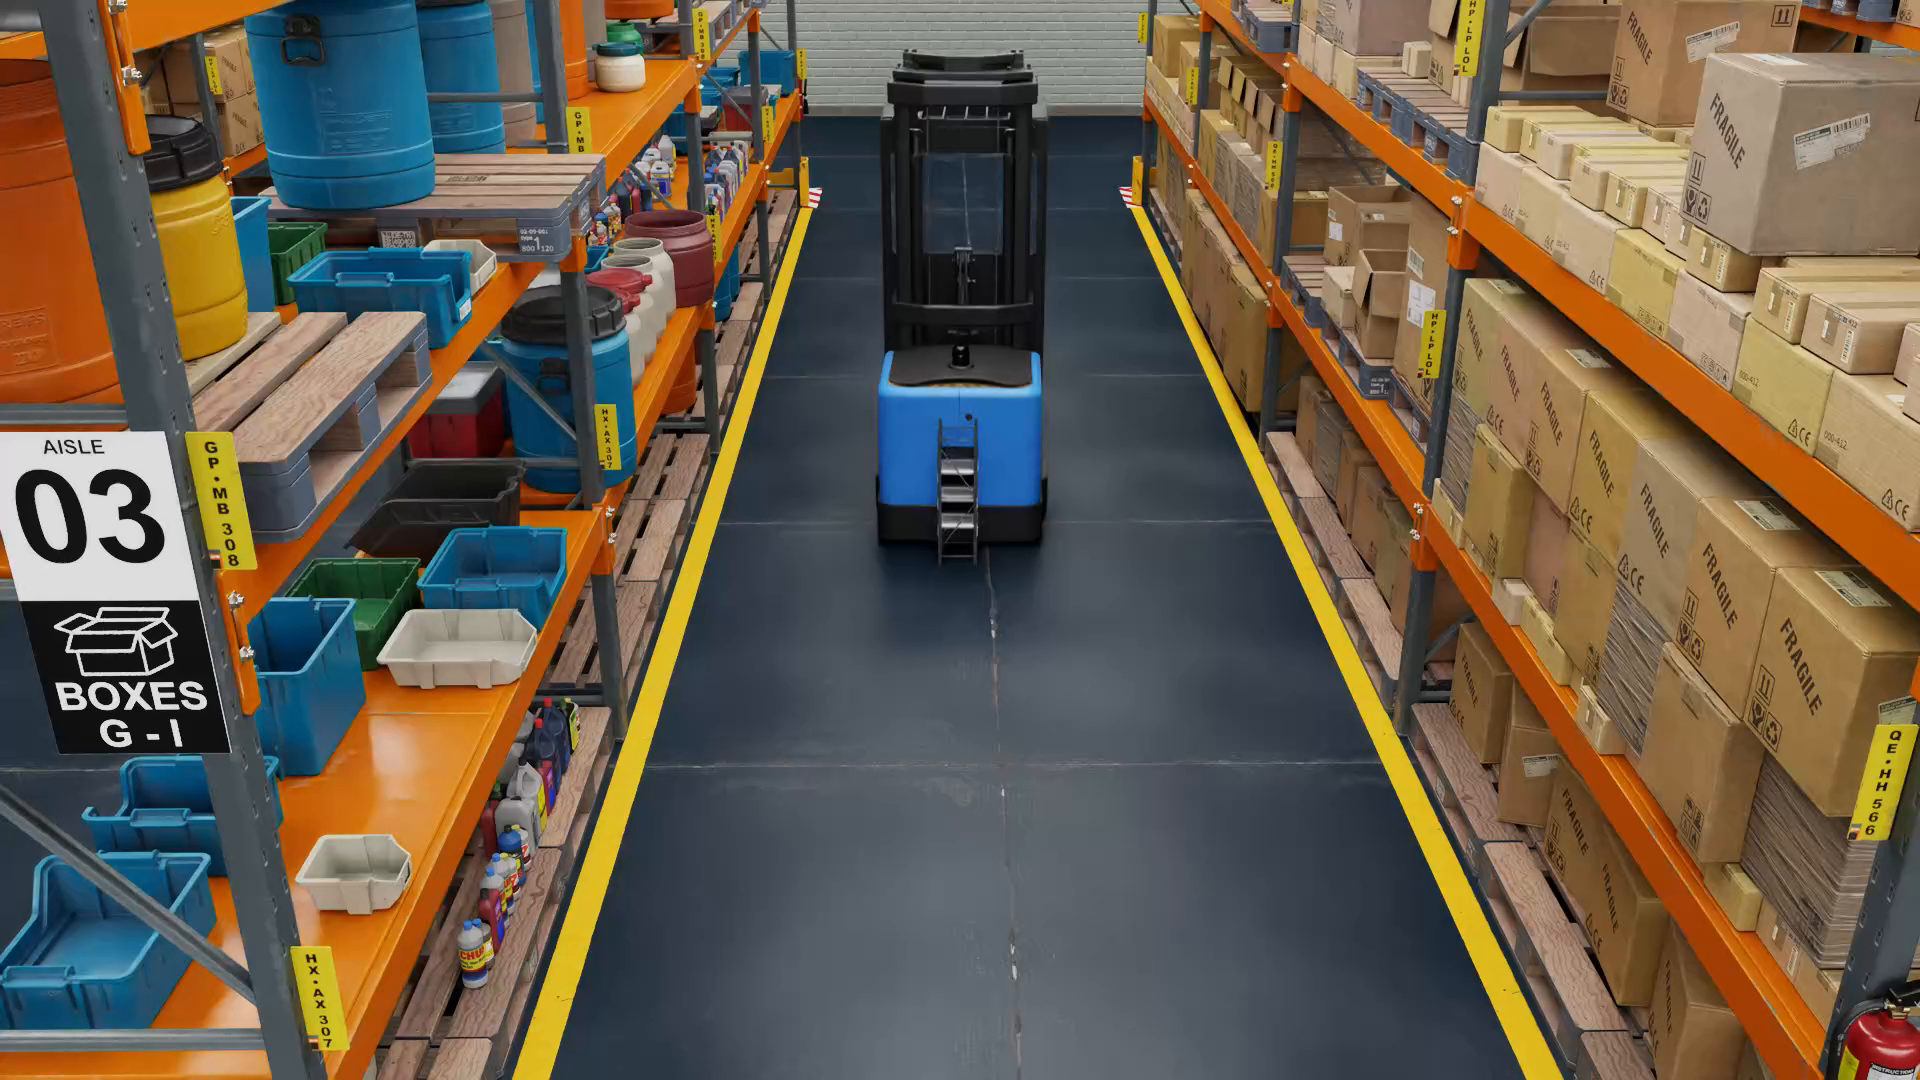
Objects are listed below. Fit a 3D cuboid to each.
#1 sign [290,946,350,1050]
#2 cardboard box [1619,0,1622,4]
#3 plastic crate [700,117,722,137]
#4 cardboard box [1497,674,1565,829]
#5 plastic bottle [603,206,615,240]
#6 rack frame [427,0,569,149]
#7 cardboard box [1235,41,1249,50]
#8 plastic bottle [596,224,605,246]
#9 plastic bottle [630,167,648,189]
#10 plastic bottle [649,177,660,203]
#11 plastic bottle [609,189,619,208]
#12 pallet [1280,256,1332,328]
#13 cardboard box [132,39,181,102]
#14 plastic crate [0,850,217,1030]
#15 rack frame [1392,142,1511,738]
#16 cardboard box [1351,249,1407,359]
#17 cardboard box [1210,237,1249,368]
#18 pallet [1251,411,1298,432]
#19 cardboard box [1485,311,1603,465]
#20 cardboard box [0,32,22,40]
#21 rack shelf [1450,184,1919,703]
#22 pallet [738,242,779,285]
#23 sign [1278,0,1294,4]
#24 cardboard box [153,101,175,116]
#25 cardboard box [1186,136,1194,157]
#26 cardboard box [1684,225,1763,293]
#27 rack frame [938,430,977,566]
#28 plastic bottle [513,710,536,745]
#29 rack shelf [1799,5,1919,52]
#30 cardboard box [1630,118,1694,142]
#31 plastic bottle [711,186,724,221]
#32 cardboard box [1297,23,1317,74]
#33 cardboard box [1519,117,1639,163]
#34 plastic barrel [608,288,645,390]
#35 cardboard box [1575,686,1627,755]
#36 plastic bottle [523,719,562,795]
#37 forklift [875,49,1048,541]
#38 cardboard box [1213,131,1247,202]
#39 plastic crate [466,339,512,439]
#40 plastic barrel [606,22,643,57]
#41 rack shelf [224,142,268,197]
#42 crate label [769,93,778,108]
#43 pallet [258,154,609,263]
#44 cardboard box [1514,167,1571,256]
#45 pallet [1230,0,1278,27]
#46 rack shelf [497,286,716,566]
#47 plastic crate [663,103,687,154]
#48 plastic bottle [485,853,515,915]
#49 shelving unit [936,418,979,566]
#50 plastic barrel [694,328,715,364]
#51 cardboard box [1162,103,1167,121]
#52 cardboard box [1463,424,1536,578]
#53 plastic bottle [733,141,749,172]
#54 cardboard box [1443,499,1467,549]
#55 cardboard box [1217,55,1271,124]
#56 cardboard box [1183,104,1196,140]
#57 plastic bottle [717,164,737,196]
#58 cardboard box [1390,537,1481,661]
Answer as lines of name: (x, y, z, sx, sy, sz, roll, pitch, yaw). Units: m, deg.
sign: (-1.618, 1.161, 4.206, 0.100, 0.325, 0.005, 0, 24, -1)
cardboard box: (7.323, -5.550, 17.686, 0.500, 0.500, 0.500, 0, 24, 1)
plastic crate: (-2.579, -4.019, 16.256, 0.437, 0.125, 0.590, 0, 24, -1)
cardboard box: (2.720, 0.966, 7.497, 0.500, 0.500, 0.500, 8, 25, 16)
plastic bottle: (-2.676, -2.418, 12.612, 0.097, 0.271, 0.097, 0, 24, 0)
rack frame: (-2.211, -3.094, 6.670, 1.000, 3.000, 0.127, 0, 24, -1)
cardboard box: (2.907, -4.489, 15.947, 0.500, 0.500, 0.500, 0, 24, -1)
plastic bottle: (-2.671, -2.225, 12.271, 0.097, 0.201, 0.097, 0, 24, 0)
plastic bottle: (-2.662, -2.931, 13.740, 0.152, 0.276, 0.135, 0, 24, -1)
plastic bottle: (-2.537, -2.905, 13.774, 0.097, 0.201, 0.097, 0, 24, 0)
plastic bottle: (-2.698, -2.591, 12.980, 0.061, 0.283, 0.133, 0, 24, -1)
pallet: (2.812, -1.650, 10.991, 1.213, 0.211, 1.003, 0, 24, -1)
cardboard box: (-7.516, -4.344, 15.381, 0.500, 0.500, 0.500, 0, 24, 0)
plastic crate: (-2.472, 1.151, 4.746, 0.499, 0.251, 0.616, 0, 24, -1)
rack frame: (2.741, -0.382, 7.955, 1.000, 3.000, 0.127, 0, 24, -1)
cardboard box: (2.630, -1.335, 9.426, 0.797, 0.503, 0.637, 2, 24, 5)
cardboard box: (2.709, -1.906, 13.392, 1.225, 0.875, 0.875, 0, 24, 0)
pallet: (2.764, -1.085, 12.893, 1.003, 0.211, 1.213, 0, 24, -1)
cardboard box: (2.499, -0.626, 6.799, 0.500, 0.500, 0.500, 0, 24, -1)
cardboard box: (-7.252, -3.790, 11.728, 0.910, 0.500, 0.500, 0, 24, -1)
rack shelf: (2.763, -0.597, 5.663, 1.077, 0.370, 4.000, 0, 24, -1)
pallet: (-2.345, -2.689, 16.439, 1.003, 0.211, 1.213, 0, 24, -1)
sign: (2.143, -3.670, 10.861, 0.100, 0.325, 0.005, 0, 24, -1)
cardboard box: (-7.514, -3.886, 15.581, 0.500, 0.500, 0.500, 0, 24, 0)
cardboard box: (2.323, -3.689, 15.570, 0.380, 0.149, 0.250, 0, 24, 0)
cardboard box: (2.463, -0.863, 5.077, 0.380, 0.149, 0.250, -1, 24, -3)
rack frame: (-0.015, -0.252, 10.215, 0.240, 0.900, 0.006, 1, 24, 1)
plastic bottle: (-2.060, 0.911, 7.776, 0.144, 0.351, 0.185, 0, 24, -1)
rack shelf: (7.637, -3.874, 12.909, 1.077, 0.370, 4.000, 0, 24, -1)
cardboard box: (2.945, -1.619, 6.748, 0.380, 0.149, 0.250, 0, 24, 0)
plastic bottle: (-1.923, -2.653, 13.133, 0.097, 0.271, 0.097, 0, 24, 0)
cardboard box: (2.448, -3.134, 10.582, 0.500, 0.250, 0.500, 0, 24, 0)
cardboard box: (2.508, -1.618, 6.745, 0.380, 0.149, 0.250, -1, 24, -3)
plastic barrel: (-2.010, -1.120, 9.420, 0.433, 0.535, 0.433, 0, 24, 0)
cardboard box: (2.454, 0.646, 5.986, 0.380, 0.149, 0.250, 0, 24, -1)
plastic bottle: (-1.914, 0.990, 7.603, 0.144, 0.351, 0.185, -1, 24, -3)
forklift: (0.033, -1.889, 11.370, 1.130, 2.935, 3.031, 1, 24, 1)
cardboard box: (2.421, -3.120, 13.888, 0.500, 0.500, 0.500, -1, 24, -2)
plastic crate: (-2.534, -0.806, 8.911, 0.392, 0.384, 0.575, 0, 24, -1)
plastic barrel: (-2.201, -3.203, 10.740, 0.294, 0.245, 0.294, 0, 24, 0)
rack shelf: (-7.274, -4.132, 17.120, 1.077, 0.370, 4.000, 0, 24, -1)
crate label: (-2.136, -4.643, 17.622, 0.396, 0.136, 0.243, 0, 24, -1)
pallet: (-2.106, -1.344, 6.671, 1.213, 0.211, 1.003, 0, 24, -1)
cardboard box: (2.501, -1.276, 6.474, 0.500, 0.250, 0.500, 0, 24, -1)
pallet: (2.622, -4.037, 12.626, 1.003, 0.211, 1.213, 1, 24, 2)
rack shelf: (-2.233, -0.856, 9.877, 1.077, 0.370, 4.000, 0, 24, -1)
plastic crate: (-2.645, -3.868, 15.608, 0.392, 0.384, 0.575, 0, 24, -1)
plastic bottle: (-1.881, 1.400, 6.792, 0.097, 0.271, 0.097, 0, 24, 0)
shelving unit: (-0.013, -0.294, 10.308, 0.258, 0.900, 0.210, 1, 24, 1)
plastic barrel: (-2.290, -1.768, 13.435, 0.600, 0.588, 0.708, 0, 24, -1)
cardboard box: (2.302, -4.431, 17.212, 0.380, 0.149, 0.250, -1, 24, -2)
cardboard box: (2.655, -0.172, 7.007, 0.875, 0.500, 0.500, 0, 24, -1)
plastic bottle: (-1.971, -3.439, 14.865, 0.152, 0.276, 0.135, 0, 24, -1)
cardboard box: (2.433, -0.075, 7.580, 0.380, 0.149, 0.250, 0, 24, -1)
cardboard box: (2.669, -3.918, 14.435, 0.797, 0.503, 0.637, -1, 24, -2)
cardboard box: (2.387, -3.927, 15.613, 0.500, 0.250, 0.500, -1, 24, -2)
plastic bottle: (-1.960, -3.025, 13.950, 0.152, 0.276, 0.135, 0, 24, -1)
cardboard box: (2.756, 0.303, 8.940, 0.700, 0.500, 0.500, -2, 24, -5)
